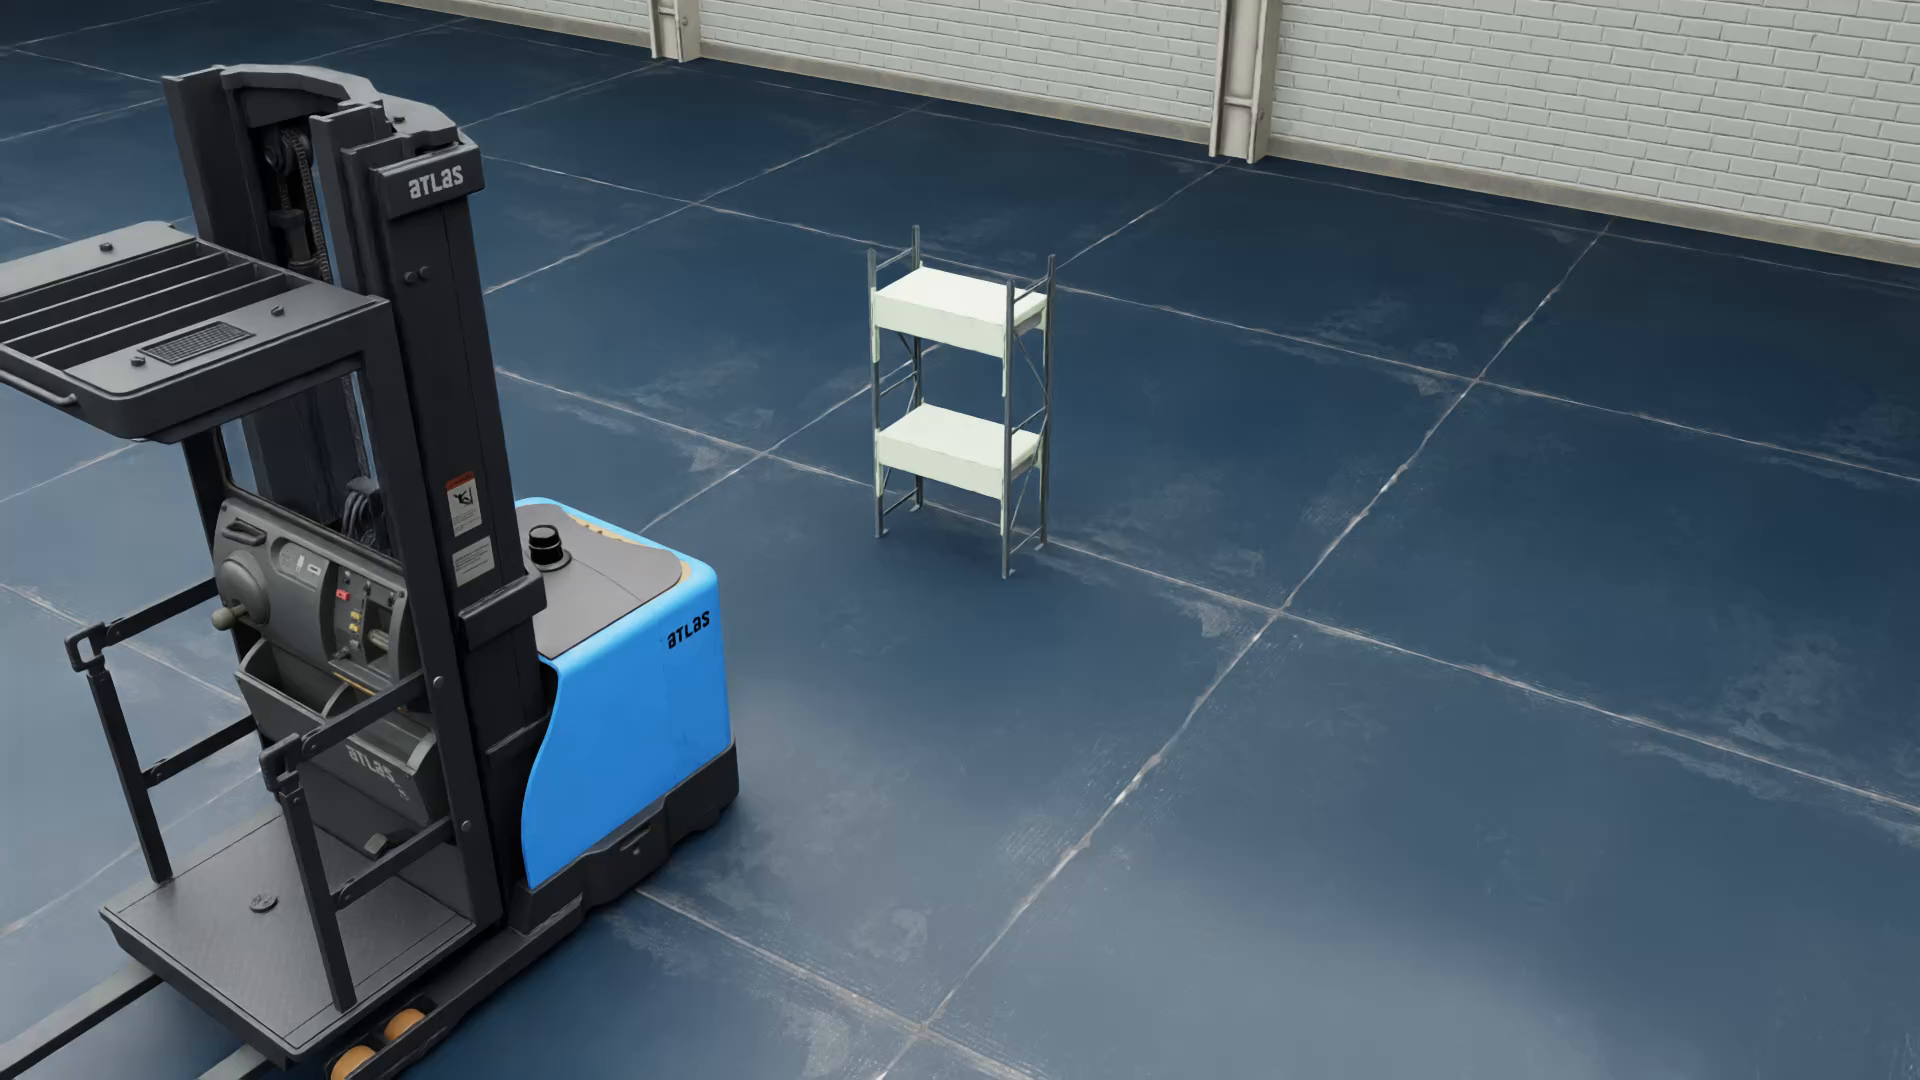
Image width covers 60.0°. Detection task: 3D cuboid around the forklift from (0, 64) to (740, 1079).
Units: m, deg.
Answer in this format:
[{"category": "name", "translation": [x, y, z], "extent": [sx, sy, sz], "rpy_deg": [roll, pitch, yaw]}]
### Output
[{"category": "forklift", "translation": [-2.125, 0.217, 4.969], "extent": [1.130, 2.935, 3.031], "rpy_deg": [20, 36, 30]}]

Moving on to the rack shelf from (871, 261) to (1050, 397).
[{"category": "rack shelf", "translation": [0.006, -0.983, 7.672], "extent": [0.720, 0.370, 0.431], "rpy_deg": [18, 35, 27]}]

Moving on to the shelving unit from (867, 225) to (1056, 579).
[{"category": "shelving unit", "translation": [0.006, -0.646, 7.869], "extent": [0.755, 1.500, 0.431], "rpy_deg": [18, 35, 27]}]

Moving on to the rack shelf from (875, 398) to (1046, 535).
[{"category": "rack shelf", "translation": [0.006, -0.364, 8.033], "extent": [0.720, 0.370, 0.431], "rpy_deg": [18, 35, 27]}]

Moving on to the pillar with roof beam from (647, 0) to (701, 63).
[{"category": "pillar with roof beam", "translation": [-5.082, -6.825, 11.019], "extent": [0.400, 9.000, 9.100], "rpy_deg": [18, 35, 27]}]

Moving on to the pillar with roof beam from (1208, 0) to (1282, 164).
[{"category": "pillar with roof beam", "translation": [0.000, -5.218, 8.264], "extent": [0.400, 9.000, 9.100], "rpy_deg": [18, 35, 27]}]

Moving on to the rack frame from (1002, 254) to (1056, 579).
[{"category": "rack frame", "translation": [0.316, -0.548, 7.701], "extent": [0.023, 1.500, 0.400], "rpy_deg": [18, 35, 27]}]

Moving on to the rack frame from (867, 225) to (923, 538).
[{"category": "rack frame", "translation": [-0.304, -0.744, 8.037], "extent": [0.023, 1.500, 0.400], "rpy_deg": [18, 35, 27]}]
